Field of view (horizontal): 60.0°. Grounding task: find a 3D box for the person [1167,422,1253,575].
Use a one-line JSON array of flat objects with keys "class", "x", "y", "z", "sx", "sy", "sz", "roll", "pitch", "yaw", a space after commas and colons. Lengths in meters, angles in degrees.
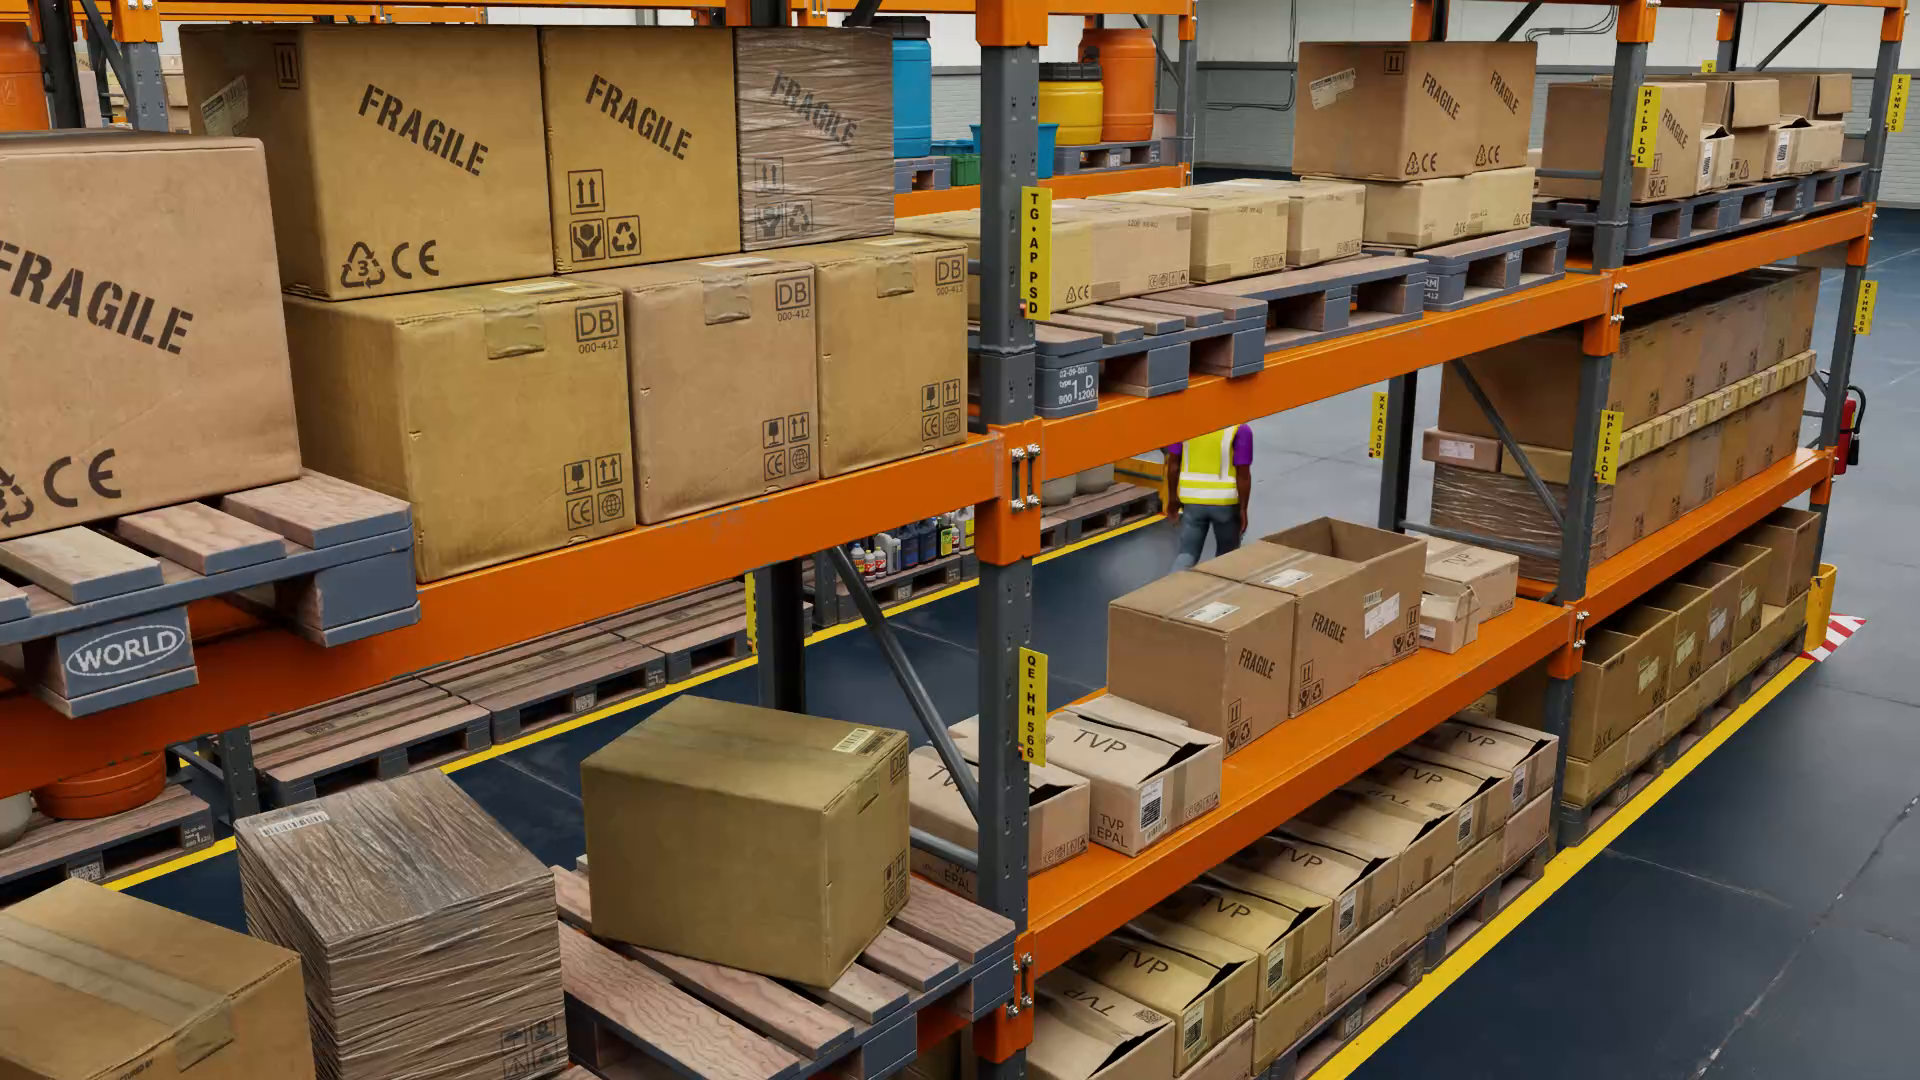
[{"class": "person", "x": 1.581, "y": -0.235, "z": 10.770, "sx": 0.577, "sy": 1.741, "sz": 0.838, "roll": 9, "pitch": 19, "yaw": 28}]
